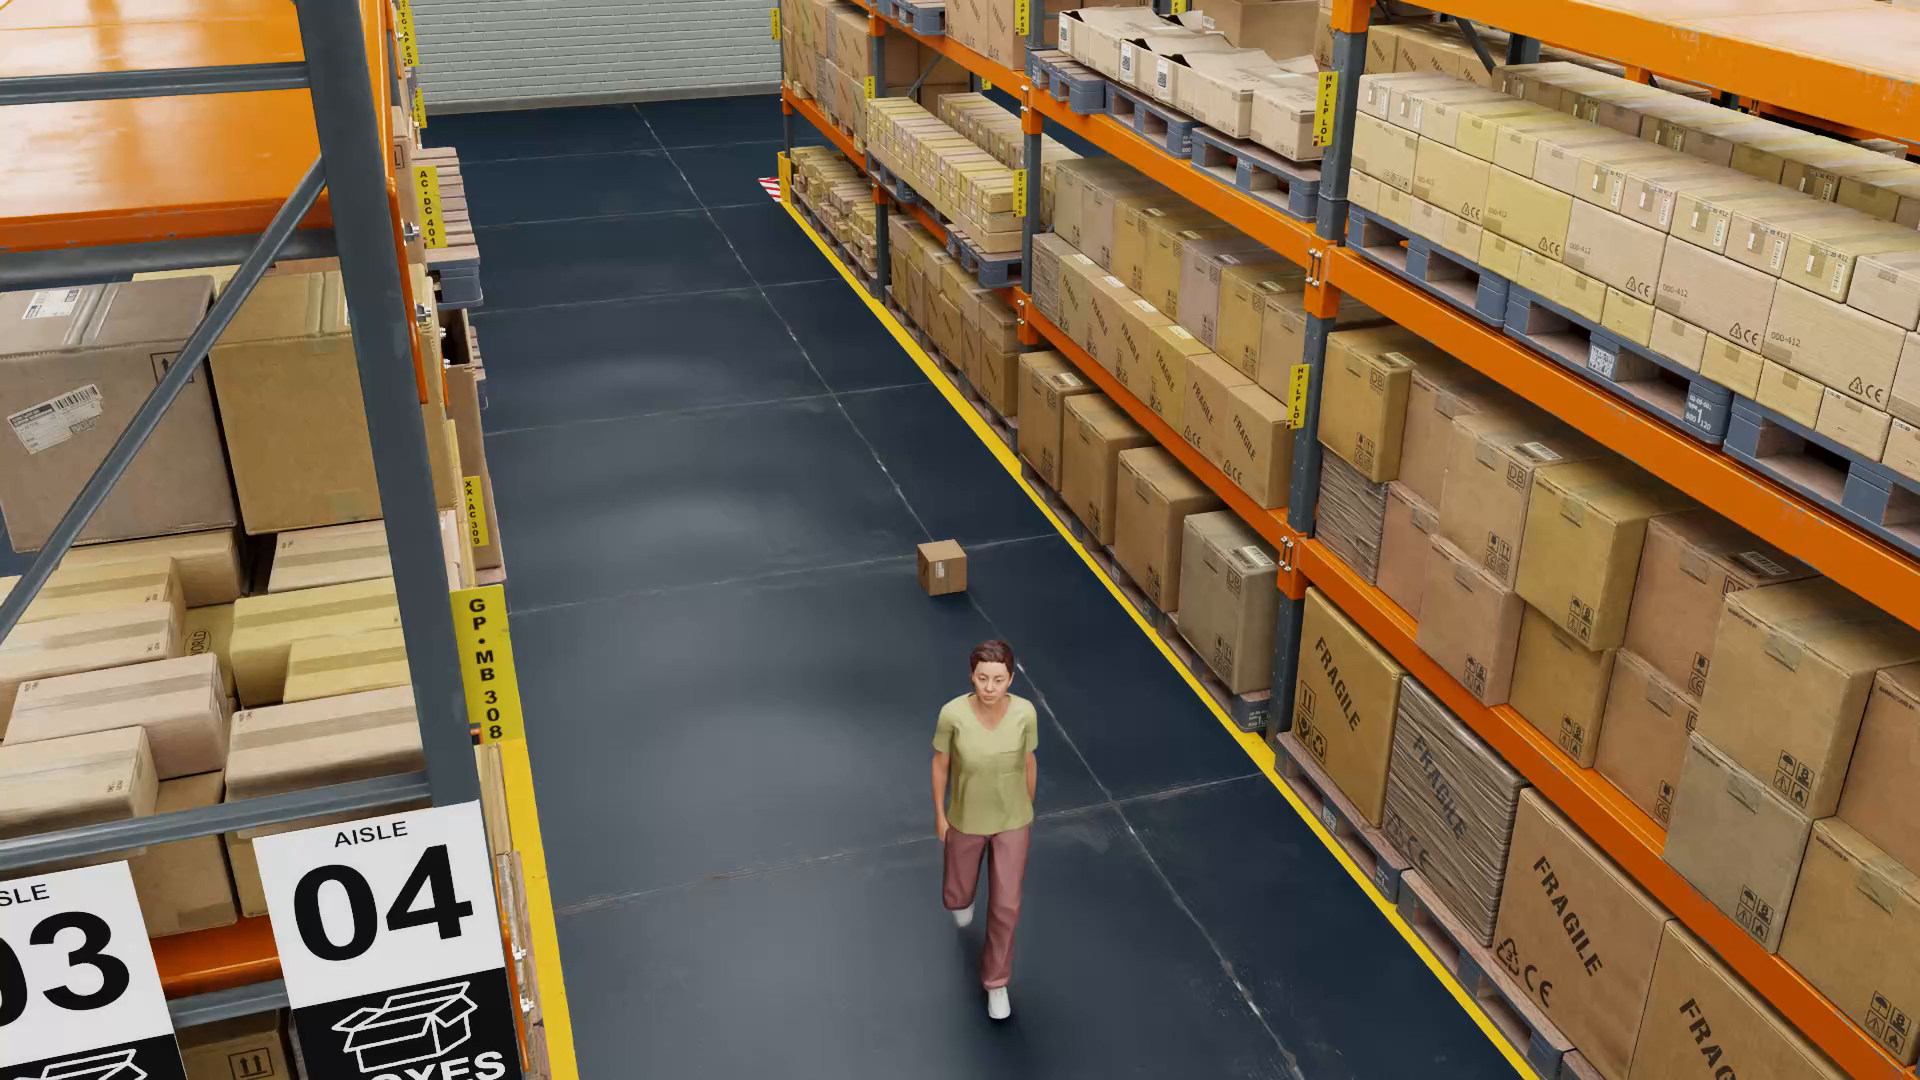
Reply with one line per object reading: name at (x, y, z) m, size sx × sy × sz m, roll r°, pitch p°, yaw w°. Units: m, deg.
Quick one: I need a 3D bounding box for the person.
person at (0.108, 1.156, 6.998) m, size 0.445 × 1.652 × 0.705 m, roll 0°, pitch 26°, yaw 0°
